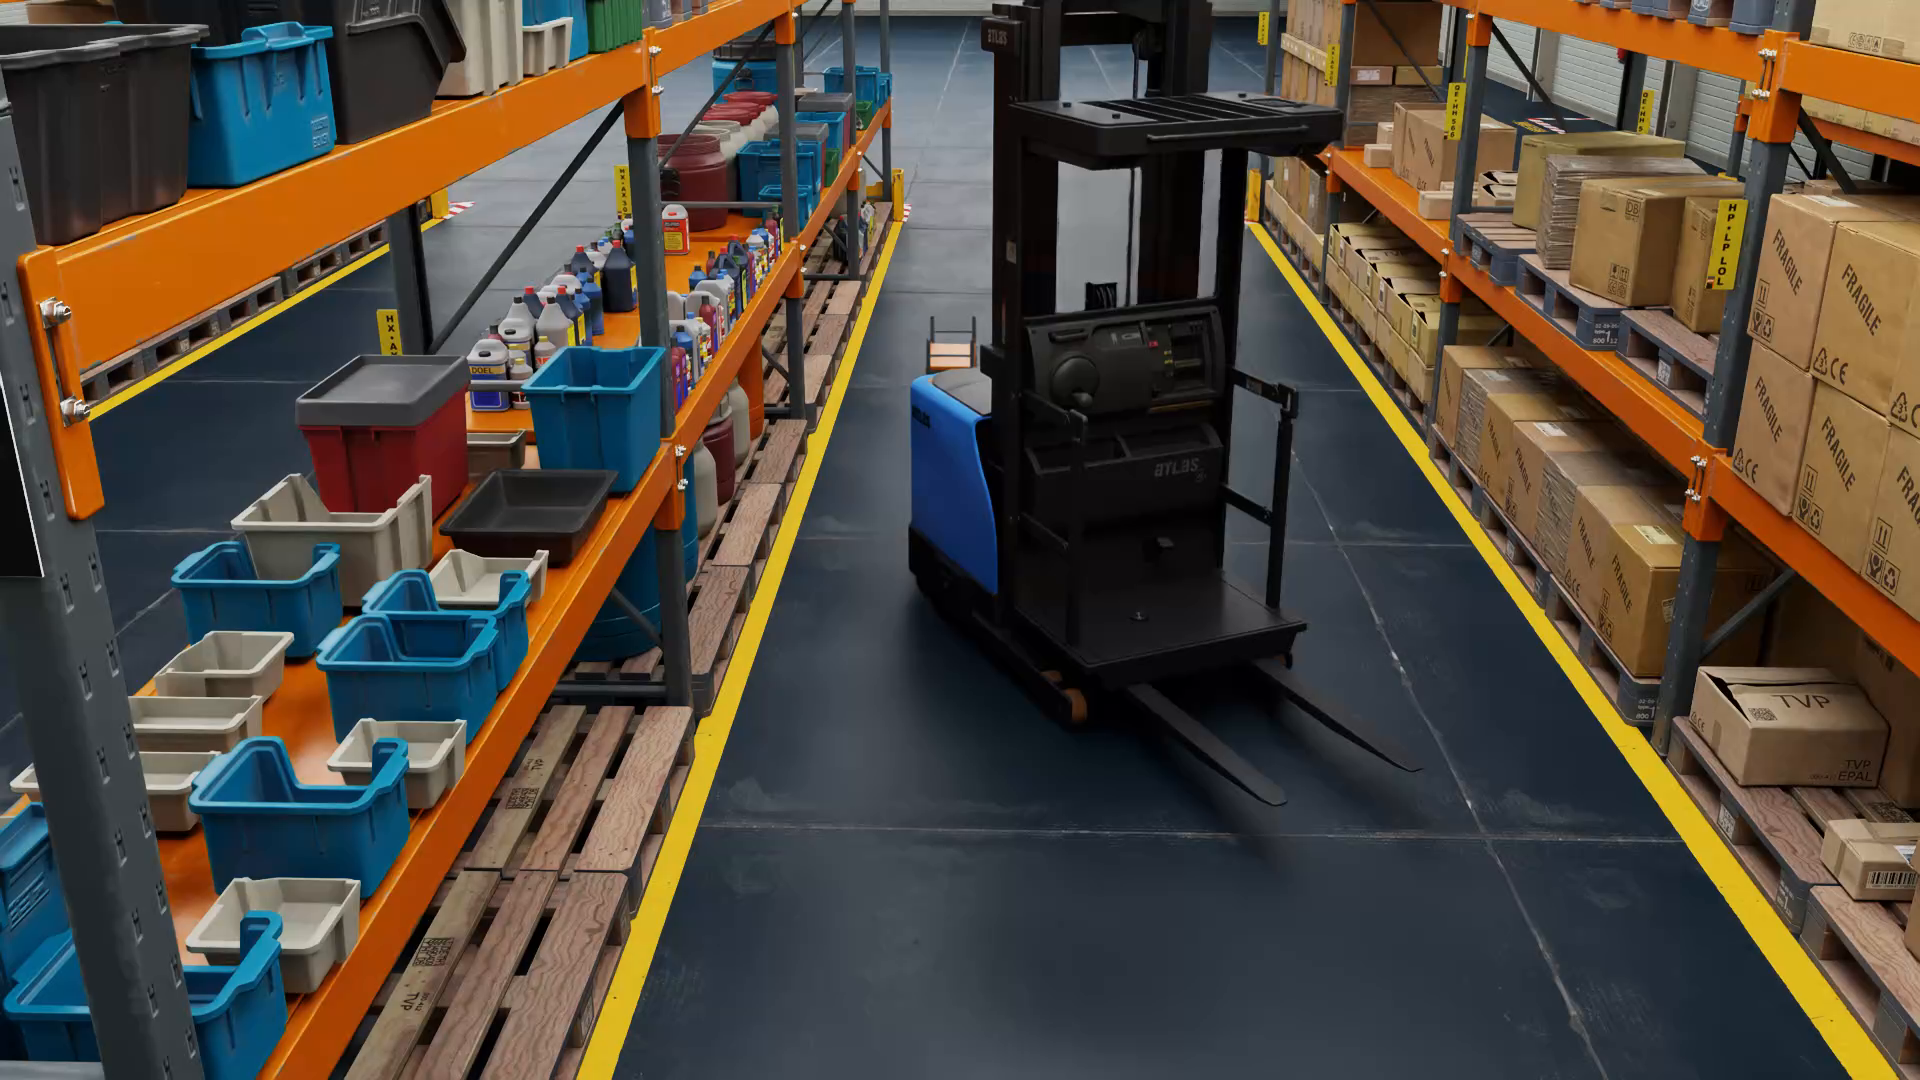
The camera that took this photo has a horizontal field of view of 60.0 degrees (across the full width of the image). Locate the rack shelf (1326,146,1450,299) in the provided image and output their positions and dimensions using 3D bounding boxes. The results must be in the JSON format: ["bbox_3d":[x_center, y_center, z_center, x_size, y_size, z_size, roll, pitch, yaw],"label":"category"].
[{"bbox_3d":[3.524,-2.361,11.963,1.077,0.370,4.000,1,21,2],"label":"rack shelf"}]

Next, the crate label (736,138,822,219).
[{"bbox_3d":[-1.187,-2.402,11.024,0.502,0.435,0.616,1,21,2],"label":"crate label"}]

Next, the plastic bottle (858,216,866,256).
[{"bbox_3d":[-0.927,-2.733,14.980,0.144,0.351,0.185,1,21,3],"label":"plastic bottle"}]

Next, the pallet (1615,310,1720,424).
[{"bbox_3d":[3.475,-0.726,7.018,1.003,0.211,1.213,1,21,2],"label":"pallet"}]

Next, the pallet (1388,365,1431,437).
[{"bbox_3d":[3.527,-0.971,11.239,1.003,0.211,1.213,1,21,2],"label":"pallet"}]

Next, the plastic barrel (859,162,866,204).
[{"bbox_3d":[-1.188,-3.719,17.326,0.421,0.512,0.421,0,21,0],"label":"plastic barrel"}]

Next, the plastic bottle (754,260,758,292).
[{"bbox_3d":[-1.123,-1.415,8.803,0.097,0.201,0.097,0,21,0],"label":"plastic bottle"}]

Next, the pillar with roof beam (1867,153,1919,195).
[{"bbox_3d":[5.198,-7.395,15.647,9.100,9.000,0.400,1,21,2],"label":"pillar with roof beam"}]

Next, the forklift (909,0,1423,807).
[{"bbox_3d":[0.808,-0.756,6.924,1.130,2.935,3.031,-9,23,-23],"label":"forklift"}]

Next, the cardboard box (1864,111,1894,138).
[{"bbox_3d":[8.271,-3.661,14.497,0.500,0.250,0.500,1,21,2],"label":"cardboard box"}]

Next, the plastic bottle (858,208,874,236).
[{"bbox_3d":[-0.901,-3.047,15.893,0.152,0.276,0.135,0,21,0],"label":"plastic bottle"}]

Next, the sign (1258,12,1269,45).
[{"bbox_3d":[3.152,-5.315,17.274,0.100,0.325,0.005,1,21,2],"label":"sign"}]

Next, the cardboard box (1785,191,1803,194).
[{"bbox_3d":[8.530,-3.309,16.520,0.500,0.311,0.500,2,21,6],"label":"cardboard box"}]

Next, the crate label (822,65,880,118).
[{"bbox_3d":[-1.030,-4.270,15.838,0.502,0.435,0.616,1,21,2],"label":"crate label"}]

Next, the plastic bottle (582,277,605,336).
[{"bbox_3d":[-1.758,-1.122,7.951,0.097,0.271,0.097,0,21,0],"label":"plastic bottle"}]

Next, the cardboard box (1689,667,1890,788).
[{"bbox_3d":[3.112,0.670,6.263,0.500,0.311,0.500,1,21,2],"label":"cardboard box"}]

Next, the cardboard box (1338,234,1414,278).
[{"bbox_3d":[3.303,-2.268,13.172,0.500,0.311,0.500,0,21,1],"label":"cardboard box"}]

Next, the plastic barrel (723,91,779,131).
[{"bbox_3d":[-1.615,-3.196,12.930,0.433,0.535,0.433,0,21,0],"label":"plastic barrel"}]

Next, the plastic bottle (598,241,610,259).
[{"bbox_3d":[-1.883,-1.441,8.773,0.097,0.271,0.097,0,21,0],"label":"plastic bottle"}]

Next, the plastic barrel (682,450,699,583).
[{"bbox_3d":[-1.554,-0.253,7.855,0.600,0.901,0.708,1,21,2],"label":"plastic barrel"}]

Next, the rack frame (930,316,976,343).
[{"bbox_3d":[-0.037,-0.617,8.959,0.240,1.200,0.015,1,21,1],"label":"rack frame"}]

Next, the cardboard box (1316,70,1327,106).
[{"bbox_3d":[3.621,-3.999,15.051,0.700,0.500,0.500,1,21,2],"label":"cardboard box"}]

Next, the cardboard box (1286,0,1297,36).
[{"bbox_3d":[3.678,-5.330,16.687,0.700,0.500,0.500,1,21,2],"label":"cardboard box"}]

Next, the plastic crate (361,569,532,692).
[{"bbox_3d":[-1.345,0.243,4.405,0.416,0.233,0.300,1,21,2],"label":"plastic crate"}]

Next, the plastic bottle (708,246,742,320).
[{"bbox_3d":[-1.165,-1.270,8.224,0.144,0.351,0.185,1,21,2],"label":"plastic bottle"}]

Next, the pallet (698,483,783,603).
[{"bbox_3d":[-1.510,-0.004,8.747,1.003,0.211,1.213,1,21,2],"label":"pallet"}]

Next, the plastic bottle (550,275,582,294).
[{"bbox_3d":[-1.883,-1.118,7.936,0.152,0.276,0.135,1,21,2],"label":"plastic bottle"}]

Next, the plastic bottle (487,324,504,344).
[{"bbox_3d":[-1.959,-0.759,7.000,0.061,0.283,0.133,1,21,2],"label":"plastic bottle"}]

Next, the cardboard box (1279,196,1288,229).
[{"bbox_3d":[3.441,-3.227,16.420,0.500,0.250,0.500,1,21,2],"label":"cardboard box"}]

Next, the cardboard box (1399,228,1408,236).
[{"bbox_3d":[3.859,-2.446,13.631,0.500,0.311,0.500,1,21,2],"label":"cardboard box"}]

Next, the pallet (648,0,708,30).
[{"bbox_3d":[-1.683,-2.178,6.610,1.213,0.211,1.003,1,21,2],"label":"pallet"}]

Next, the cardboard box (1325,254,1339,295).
[{"bbox_3d":[3.325,-2.191,13.749,0.500,0.250,0.500,0,21,0],"label":"cardboard box"}]

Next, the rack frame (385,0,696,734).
[{"bbox_3d":[-1.610,-0.583,6.385,1.000,3.000,0.127,1,21,2],"label":"rack frame"}]

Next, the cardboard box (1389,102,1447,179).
[{"bbox_3d":[3.529,-2.999,12.472,0.500,0.500,0.500,2,21,6],"label":"cardboard box"}]

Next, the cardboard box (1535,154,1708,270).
[{"bbox_3d":[3.338,-1.658,8.438,0.700,0.500,0.500,5,22,12],"label":"cardboard box"}]

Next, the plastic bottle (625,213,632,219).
[{"bbox_3d":[-1.880,-1.704,9.435,0.061,0.283,0.133,1,21,2],"label":"plastic bottle"}]

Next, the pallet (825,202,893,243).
[{"bbox_3d":[-1.230,-3.300,17.243,1.003,0.211,1.213,1,21,2],"label":"pallet"}]

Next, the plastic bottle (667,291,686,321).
[{"bbox_3d":[-1.339,-1.025,7.695,0.152,0.276,0.135,1,21,2],"label":"plastic bottle"}]

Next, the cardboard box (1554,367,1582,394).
[{"bbox_3d":[3.669,-0.673,9.463,0.500,0.500,0.500,1,21,4],"label":"cardboard box"}]

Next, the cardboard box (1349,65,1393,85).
[{"bbox_3d":[3.379,-3.870,13.820,0.380,0.149,0.250,1,21,2],"label":"cardboard box"}]

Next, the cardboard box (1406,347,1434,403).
[{"bbox_3d":[3.235,-1.080,10.887,0.500,0.250,0.500,1,21,3],"label":"cardboard box"}]

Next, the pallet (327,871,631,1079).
[{"bbox_3d":[-1.627,1.425,5.064,1.003,0.211,1.213,1,21,2],"label":"pallet"}]

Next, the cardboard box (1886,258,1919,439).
[{"bbox_3d":[3.014,-0.500,4.651,0.500,0.500,0.500,0,21,0],"label":"cardboard box"}]

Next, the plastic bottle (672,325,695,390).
[{"bbox_3d":[-1.180,-0.776,7.061,0.097,0.271,0.097,0,21,0],"label":"plastic bottle"}]

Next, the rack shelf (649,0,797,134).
[{"bbox_3d":[-1.549,-2.369,7.837,1.077,0.370,4.000,1,21,2],"label":"rack shelf"}]

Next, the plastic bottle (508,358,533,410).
[{"bbox_3d":[-1.795,-0.642,6.811,0.097,0.201,0.097,0,21,0],"label":"plastic bottle"}]

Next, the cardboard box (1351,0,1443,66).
[{"bbox_3d":[3.592,-4.232,13.857,0.700,0.500,0.500,1,21,2],"label":"cardboard box"}]

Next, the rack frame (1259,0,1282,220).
[{"bbox_3d":[3.706,-4.866,17.424,1.000,3.000,0.127,1,21,2],"label":"rack frame"}]

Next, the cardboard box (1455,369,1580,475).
[{"bbox_3d":[3.153,-0.663,9.437,0.500,0.500,0.500,0,21,0],"label":"cardboard box"}]

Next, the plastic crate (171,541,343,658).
[{"bbox_3d":[-1.925,0.168,4.598,0.416,0.233,0.300,1,21,2],"label":"plastic crate"}]

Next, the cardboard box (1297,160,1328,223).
[{"bbox_3d":[3.419,-3.215,15.352,0.500,0.500,0.500,1,21,2],"label":"cardboard box"}]

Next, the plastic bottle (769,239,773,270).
[{"bbox_3d":[-1.105,-1.626,9.347,0.097,0.201,0.097,0,21,0],"label":"plastic bottle"}]

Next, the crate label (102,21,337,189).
[{"bbox_3d":[-1.380,-0.796,2.993,0.408,0.251,0.502,1,21,2],"label":"crate label"}]

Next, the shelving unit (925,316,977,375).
[{"bbox_3d":[-0.043,-0.528,8.732,0.258,1.200,0.503,1,21,1],"label":"shelving unit"}]

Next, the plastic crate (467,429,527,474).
[{"bbox_3d":[-1.767,-0.322,5.992,0.396,0.136,0.243,1,21,2],"label":"plastic crate"}]

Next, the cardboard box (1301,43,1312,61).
[{"bbox_3d":[3.442,-4.610,15.728,0.380,0.149,0.250,0,21,1],"label":"cardboard box"}]
